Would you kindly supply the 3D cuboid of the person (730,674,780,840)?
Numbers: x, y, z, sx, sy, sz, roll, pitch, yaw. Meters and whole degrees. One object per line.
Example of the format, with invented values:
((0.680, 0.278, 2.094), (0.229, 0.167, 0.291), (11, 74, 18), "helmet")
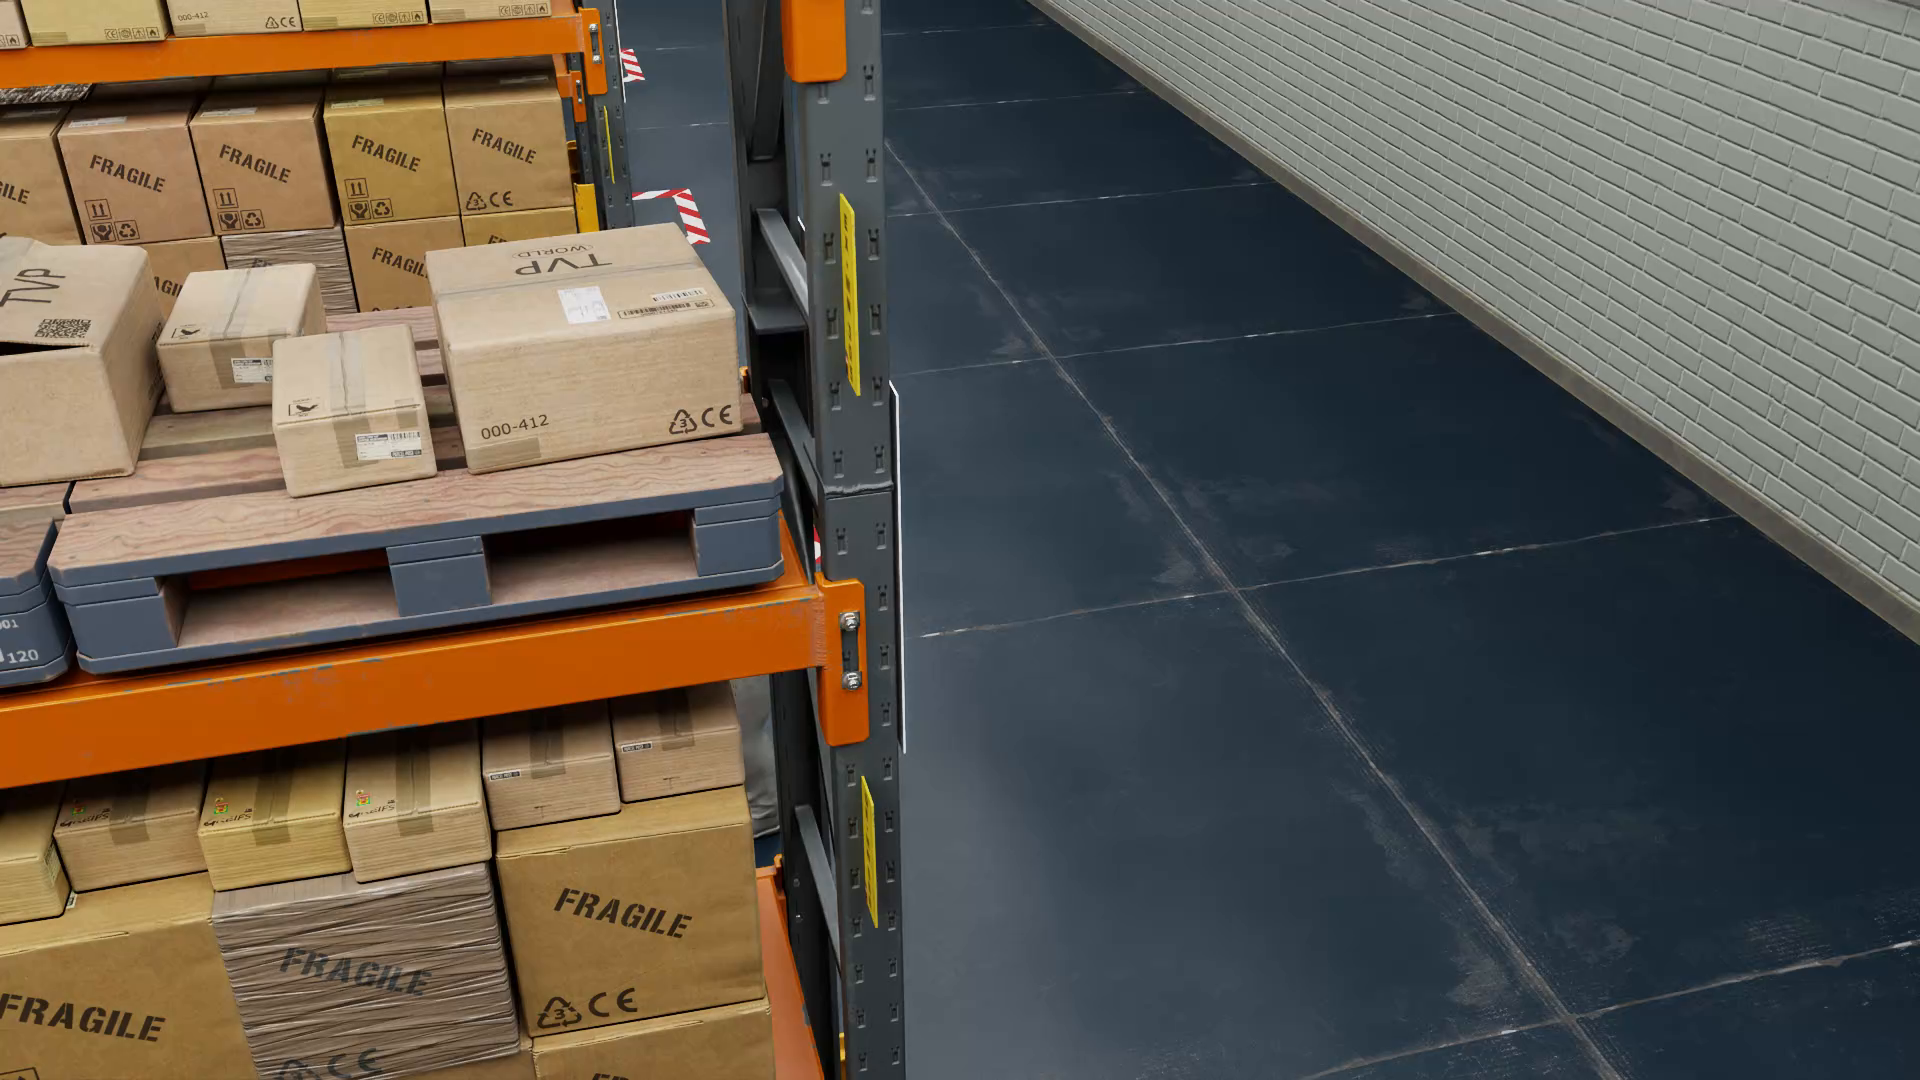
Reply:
((-0.856, 0.368, 6.482), (0.434, 1.752, 0.566), (-9, 31, -15), "person")
